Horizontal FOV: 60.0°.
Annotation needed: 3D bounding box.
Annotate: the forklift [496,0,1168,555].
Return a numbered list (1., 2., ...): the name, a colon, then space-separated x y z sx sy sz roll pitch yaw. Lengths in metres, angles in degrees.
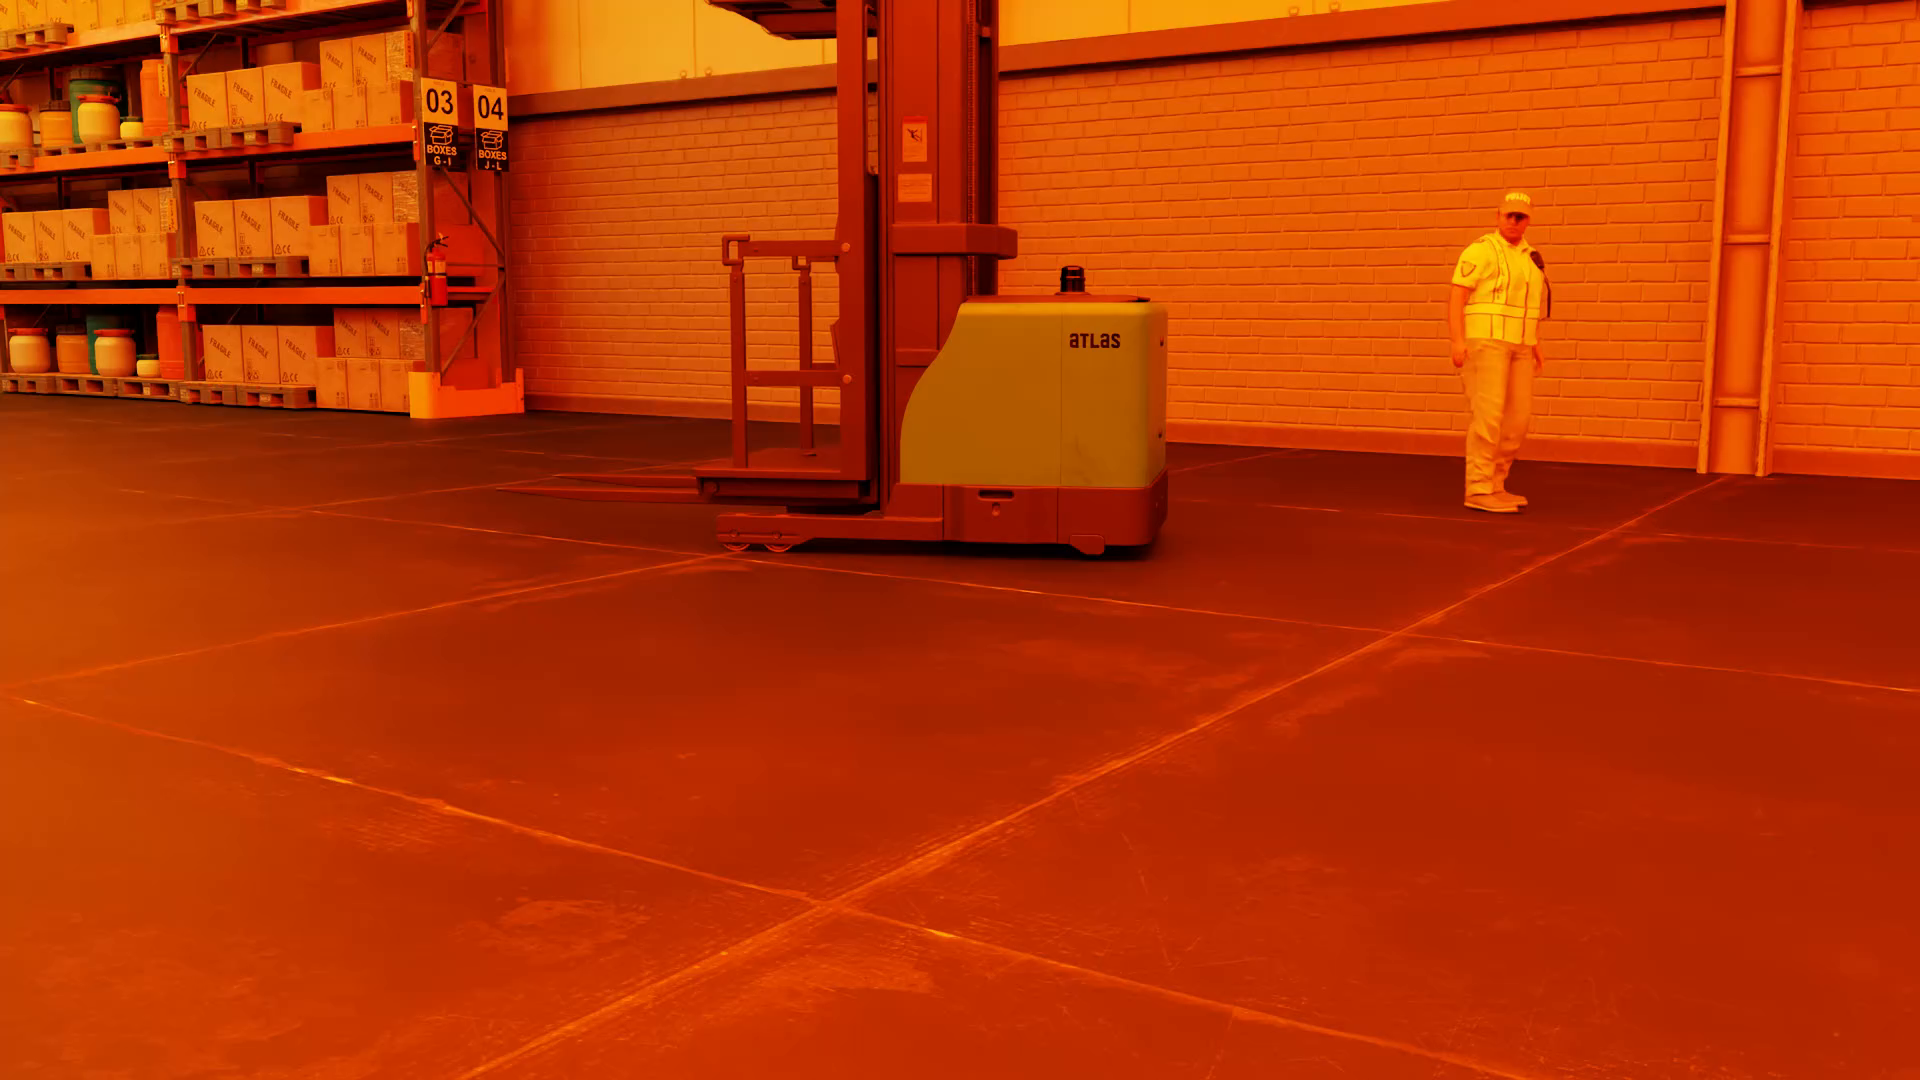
1. forklift: -0.596 -1.469 7.520 3.031 2.935 1.130 2 8 12

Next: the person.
1. person: 2.849 -0.994 8.715 0.643 1.659 0.470 -5 10 -33
